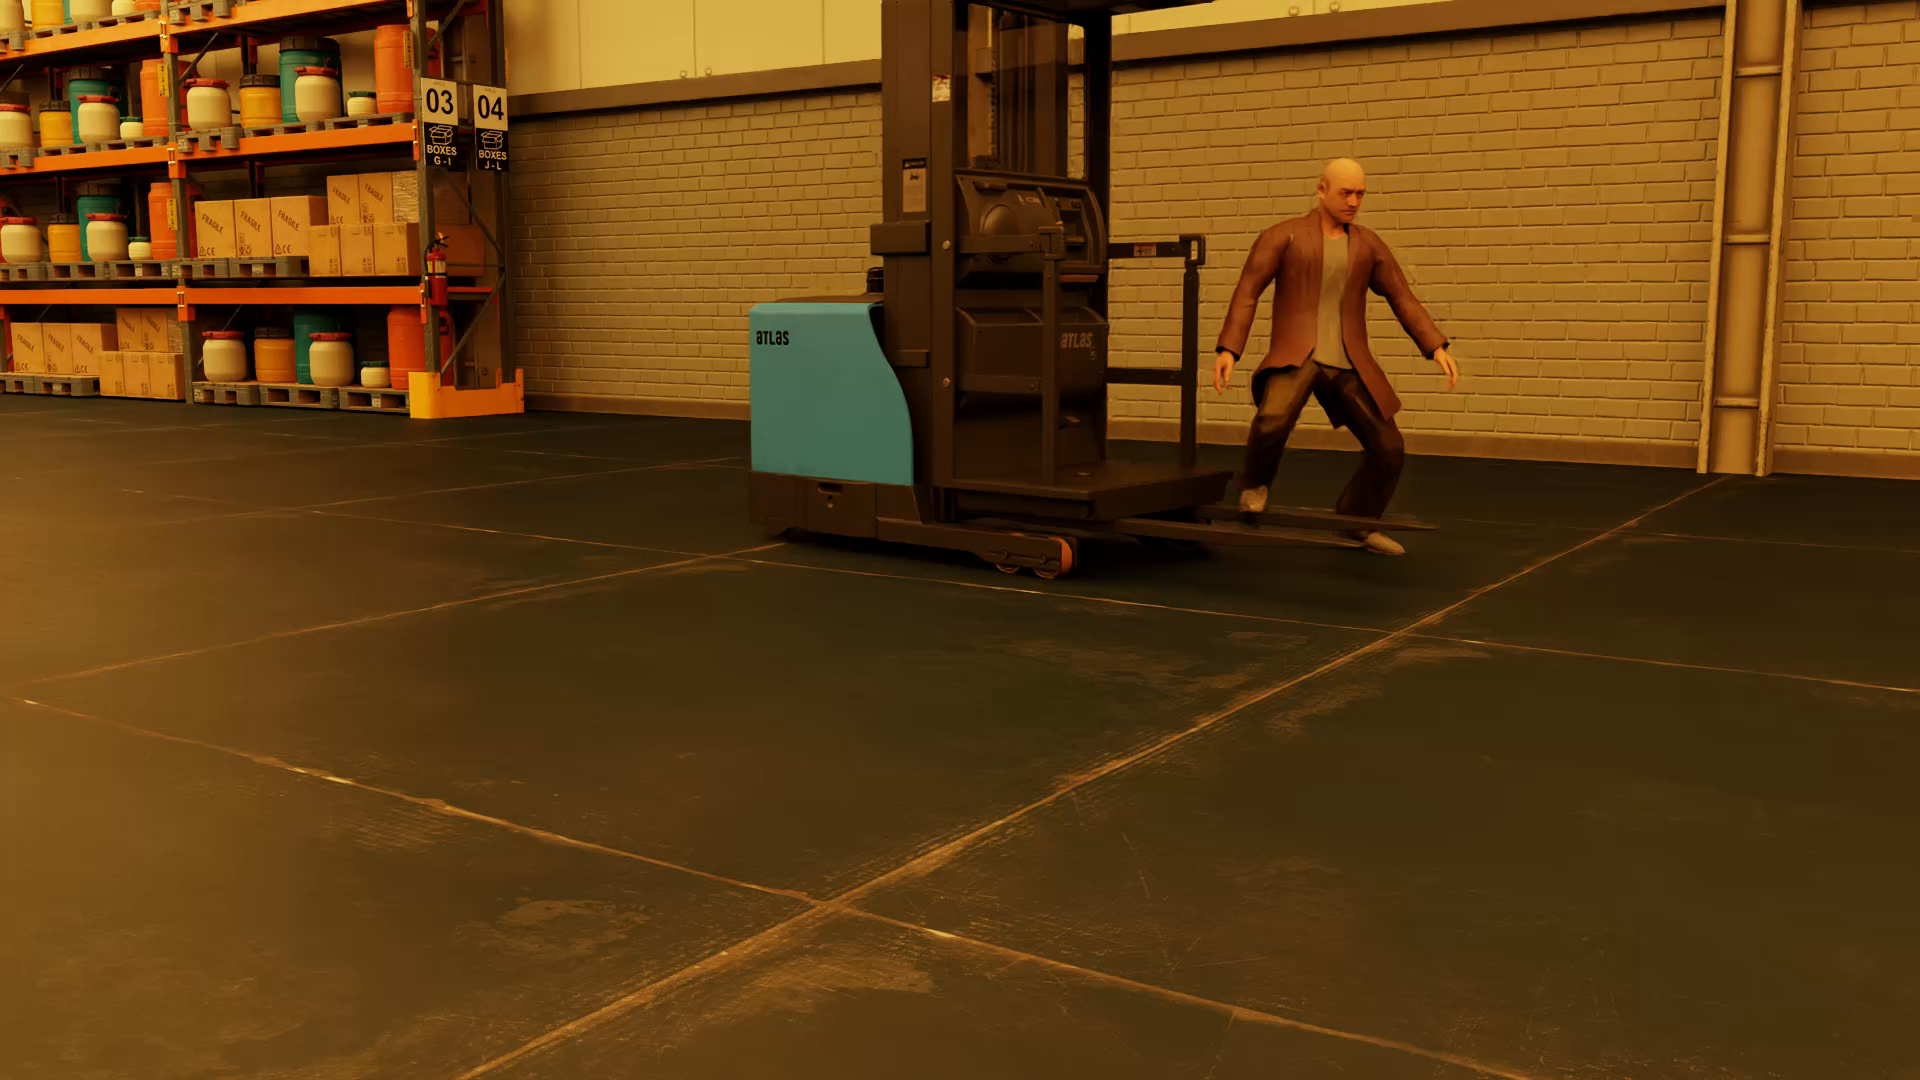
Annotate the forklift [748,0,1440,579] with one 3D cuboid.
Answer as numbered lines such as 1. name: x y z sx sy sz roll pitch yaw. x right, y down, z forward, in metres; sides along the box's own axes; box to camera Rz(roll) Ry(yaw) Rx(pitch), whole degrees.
1. forklift: 0.472 -1.382 6.913 3.031 2.935 1.130 7 11 40

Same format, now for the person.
1. person: 1.541 -0.739 6.951 0.990 1.681 0.709 -1 8 -7
